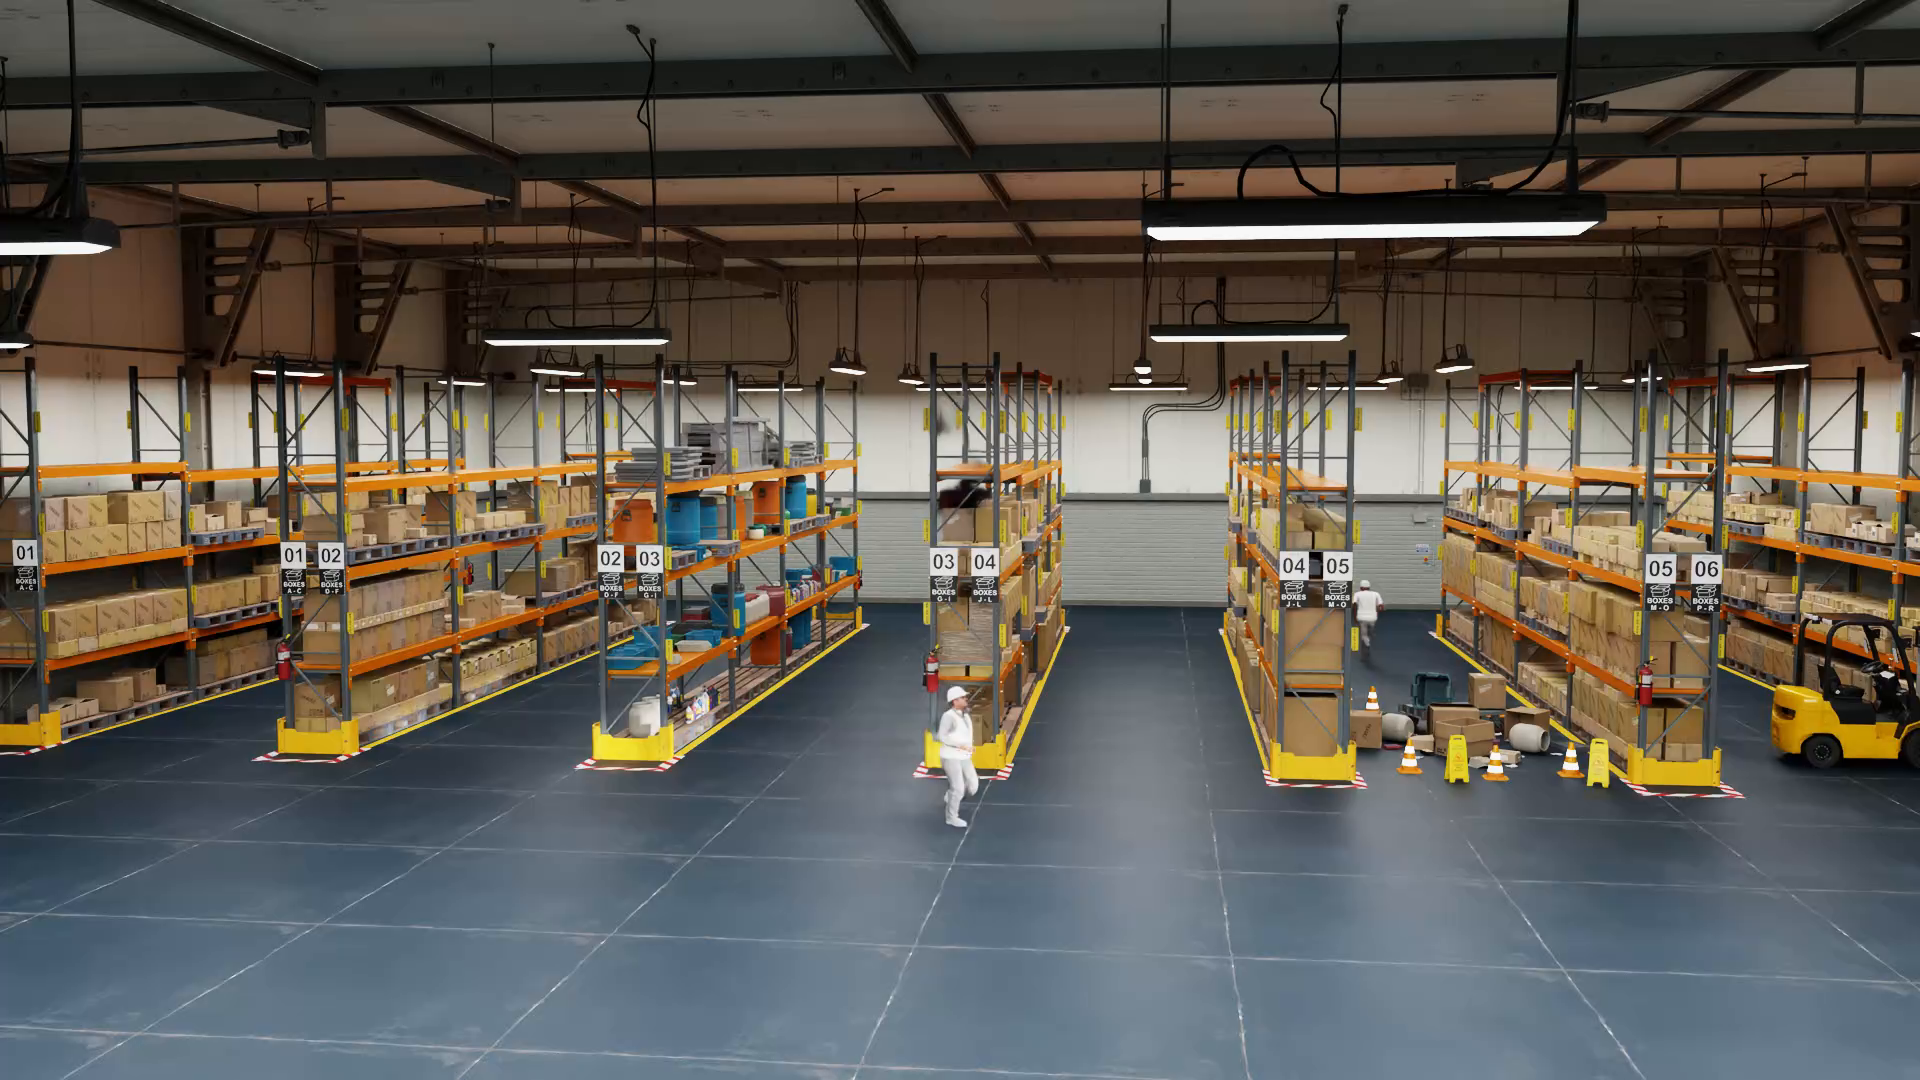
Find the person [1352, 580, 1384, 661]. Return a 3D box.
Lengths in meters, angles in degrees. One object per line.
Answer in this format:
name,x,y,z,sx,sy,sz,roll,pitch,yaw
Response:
person,8.507,1.710,34.714,0.672,1.707,0.872,0,4,4

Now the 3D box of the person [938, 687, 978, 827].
person,-0.017,2.682,20.586,0.607,1.741,0.646,3,5,33
